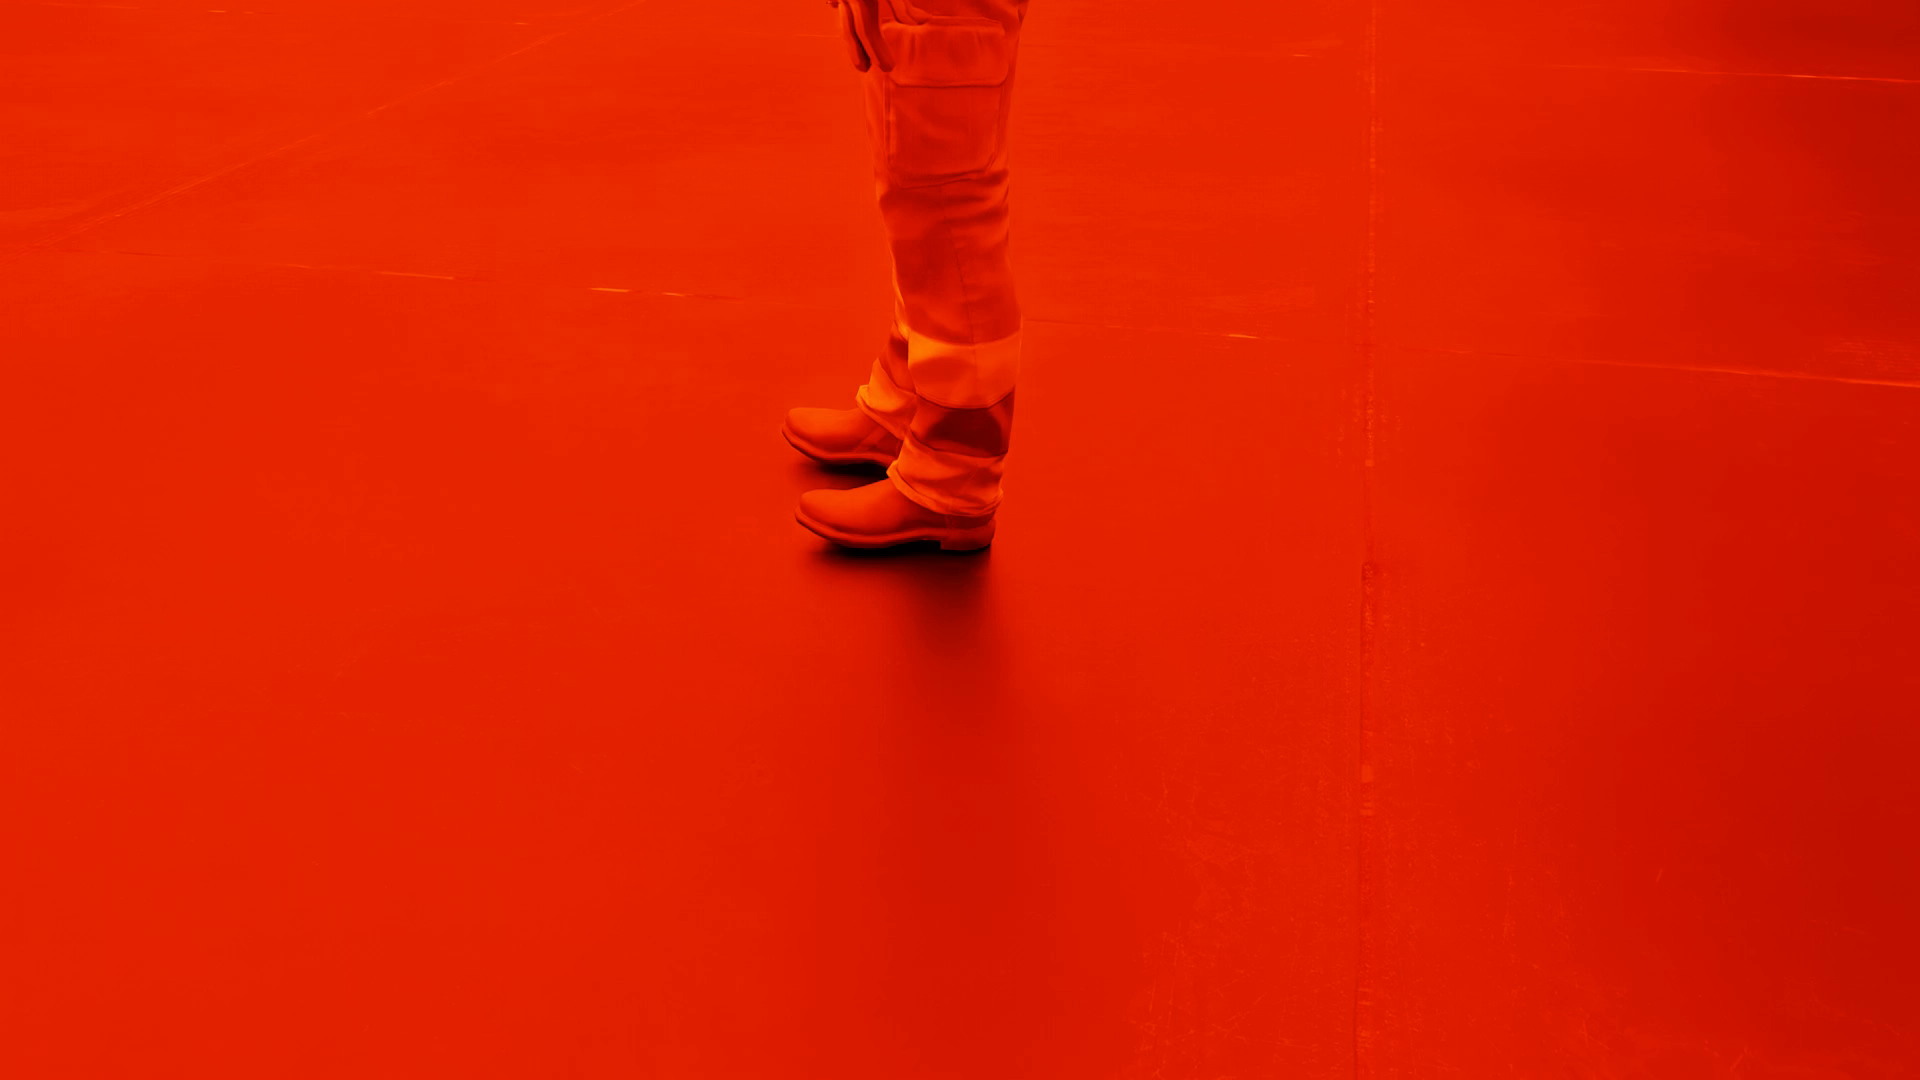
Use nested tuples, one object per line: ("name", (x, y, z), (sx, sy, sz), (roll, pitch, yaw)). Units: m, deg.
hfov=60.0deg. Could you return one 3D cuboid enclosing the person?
("person", (-0.076, -0.819, 2.120), (0.562, 1.790, 0.637), (6, 27, 11))
